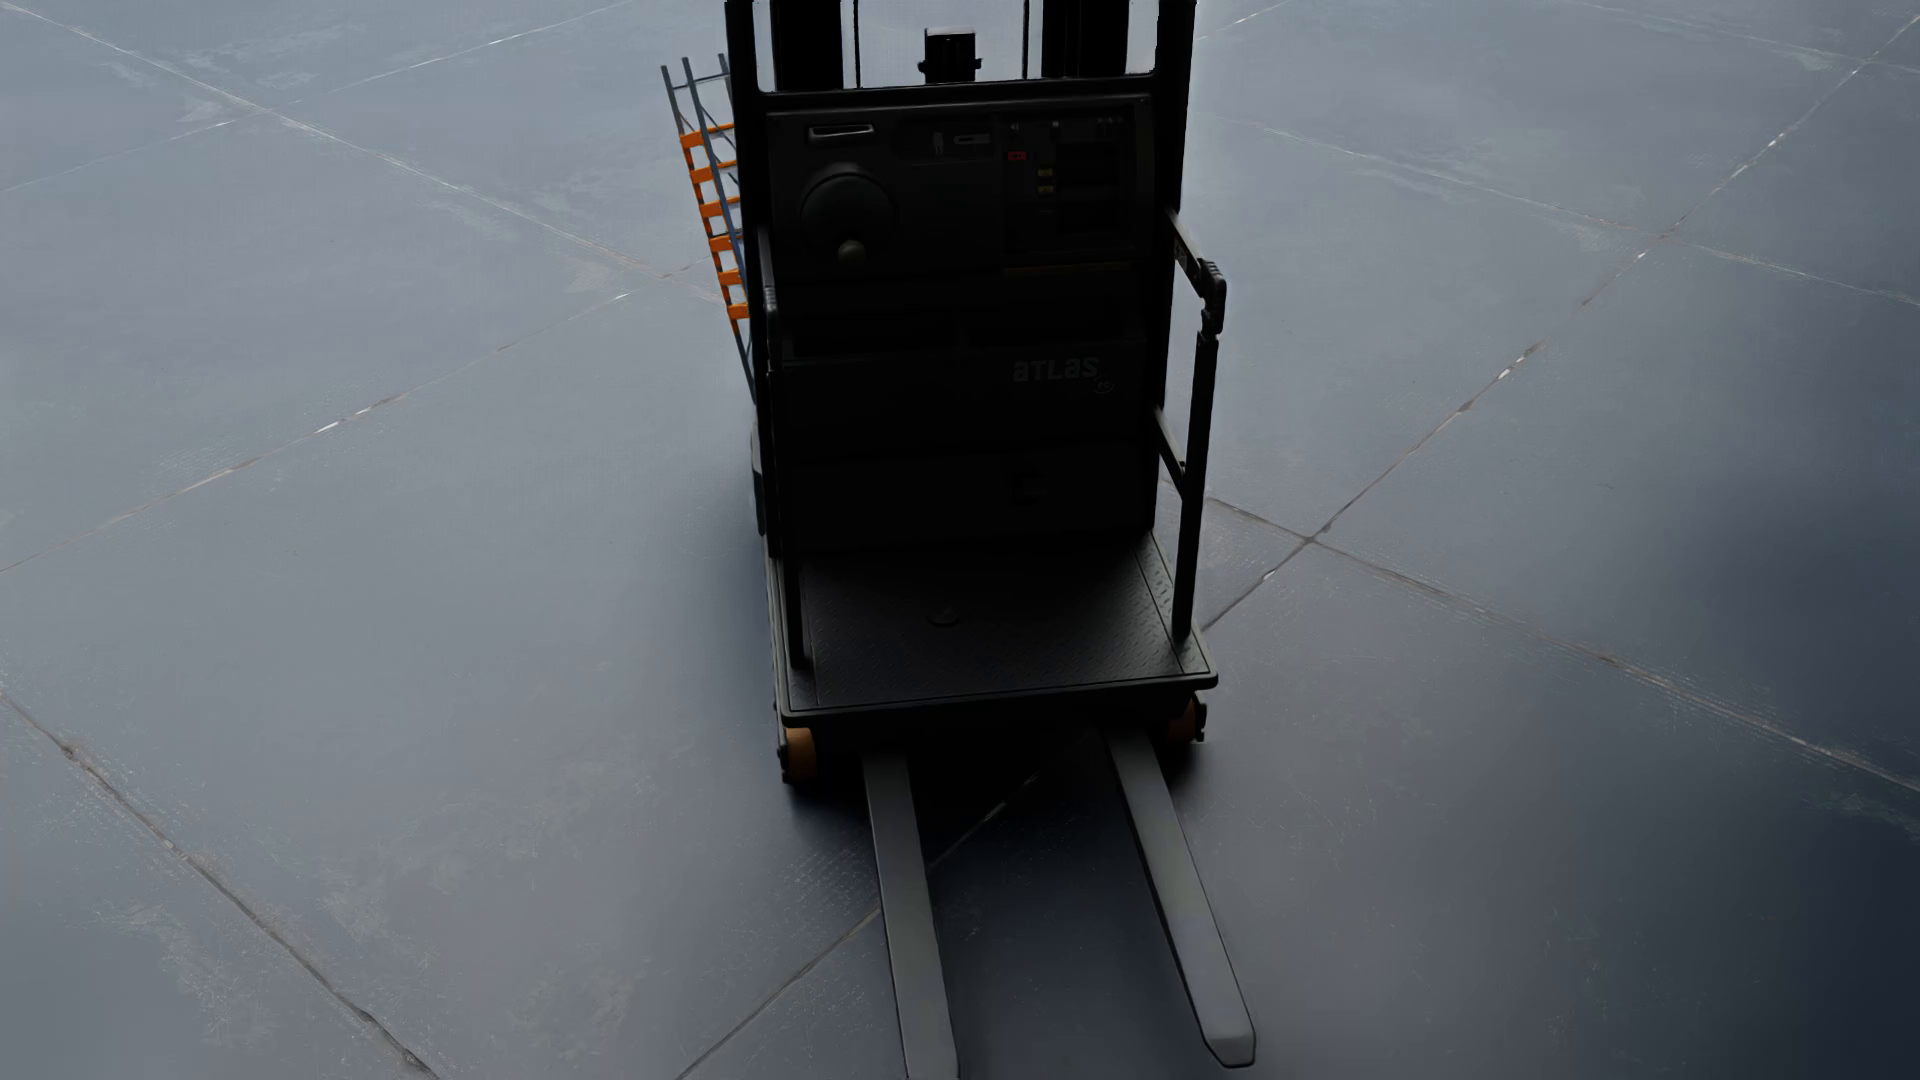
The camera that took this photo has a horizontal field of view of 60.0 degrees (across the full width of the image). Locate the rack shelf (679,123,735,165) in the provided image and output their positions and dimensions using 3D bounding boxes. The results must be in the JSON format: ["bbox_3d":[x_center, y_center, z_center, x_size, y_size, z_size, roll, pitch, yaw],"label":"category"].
[{"bbox_3d":[-0.804,-1.374,5.700,0.258,0.103,0.180,-22,16,-29],"label":"rack shelf"}]

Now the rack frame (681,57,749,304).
[{"bbox_3d":[-0.682,-1.069,5.701,0.240,1.200,0.006,-22,16,-29],"label":"rack frame"}]

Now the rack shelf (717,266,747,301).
[{"bbox_3d":[-0.692,-0.922,5.818,0.258,0.103,0.180,-22,16,-29],"label":"rack shelf"}]

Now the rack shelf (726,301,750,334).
[{"bbox_3d":[-0.664,-0.810,5.848,0.258,0.103,0.180,-22,16,-29],"label":"rack shelf"}]

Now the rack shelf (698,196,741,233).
[{"bbox_3d":[-0.748,-1.148,5.759,0.258,0.103,0.180,-22,16,-29],"label":"rack shelf"}]

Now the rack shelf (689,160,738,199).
[{"bbox_3d":[-0.776,-1.261,5.730,0.258,0.103,0.180,-22,16,-29],"label":"rack shelf"}]

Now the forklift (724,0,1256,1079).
[{"bbox_3d":[0.041,-0.796,3.821,1.130,2.935,3.031,-5,35,-7],"label":"forklift"}]

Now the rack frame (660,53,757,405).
[{"bbox_3d":[-0.779,-1.085,5.855,0.240,1.200,0.006,-22,16,-29],"label":"rack frame"}]

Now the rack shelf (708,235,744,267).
[{"bbox_3d":[-0.720,-1.035,5.789,0.258,0.103,0.180,-22,16,-29],"label":"rack shelf"}]

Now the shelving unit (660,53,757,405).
[{"bbox_3d":[-0.730,-1.077,5.778,0.258,1.200,0.189,-22,16,-29],"label":"shelving unit"}]
